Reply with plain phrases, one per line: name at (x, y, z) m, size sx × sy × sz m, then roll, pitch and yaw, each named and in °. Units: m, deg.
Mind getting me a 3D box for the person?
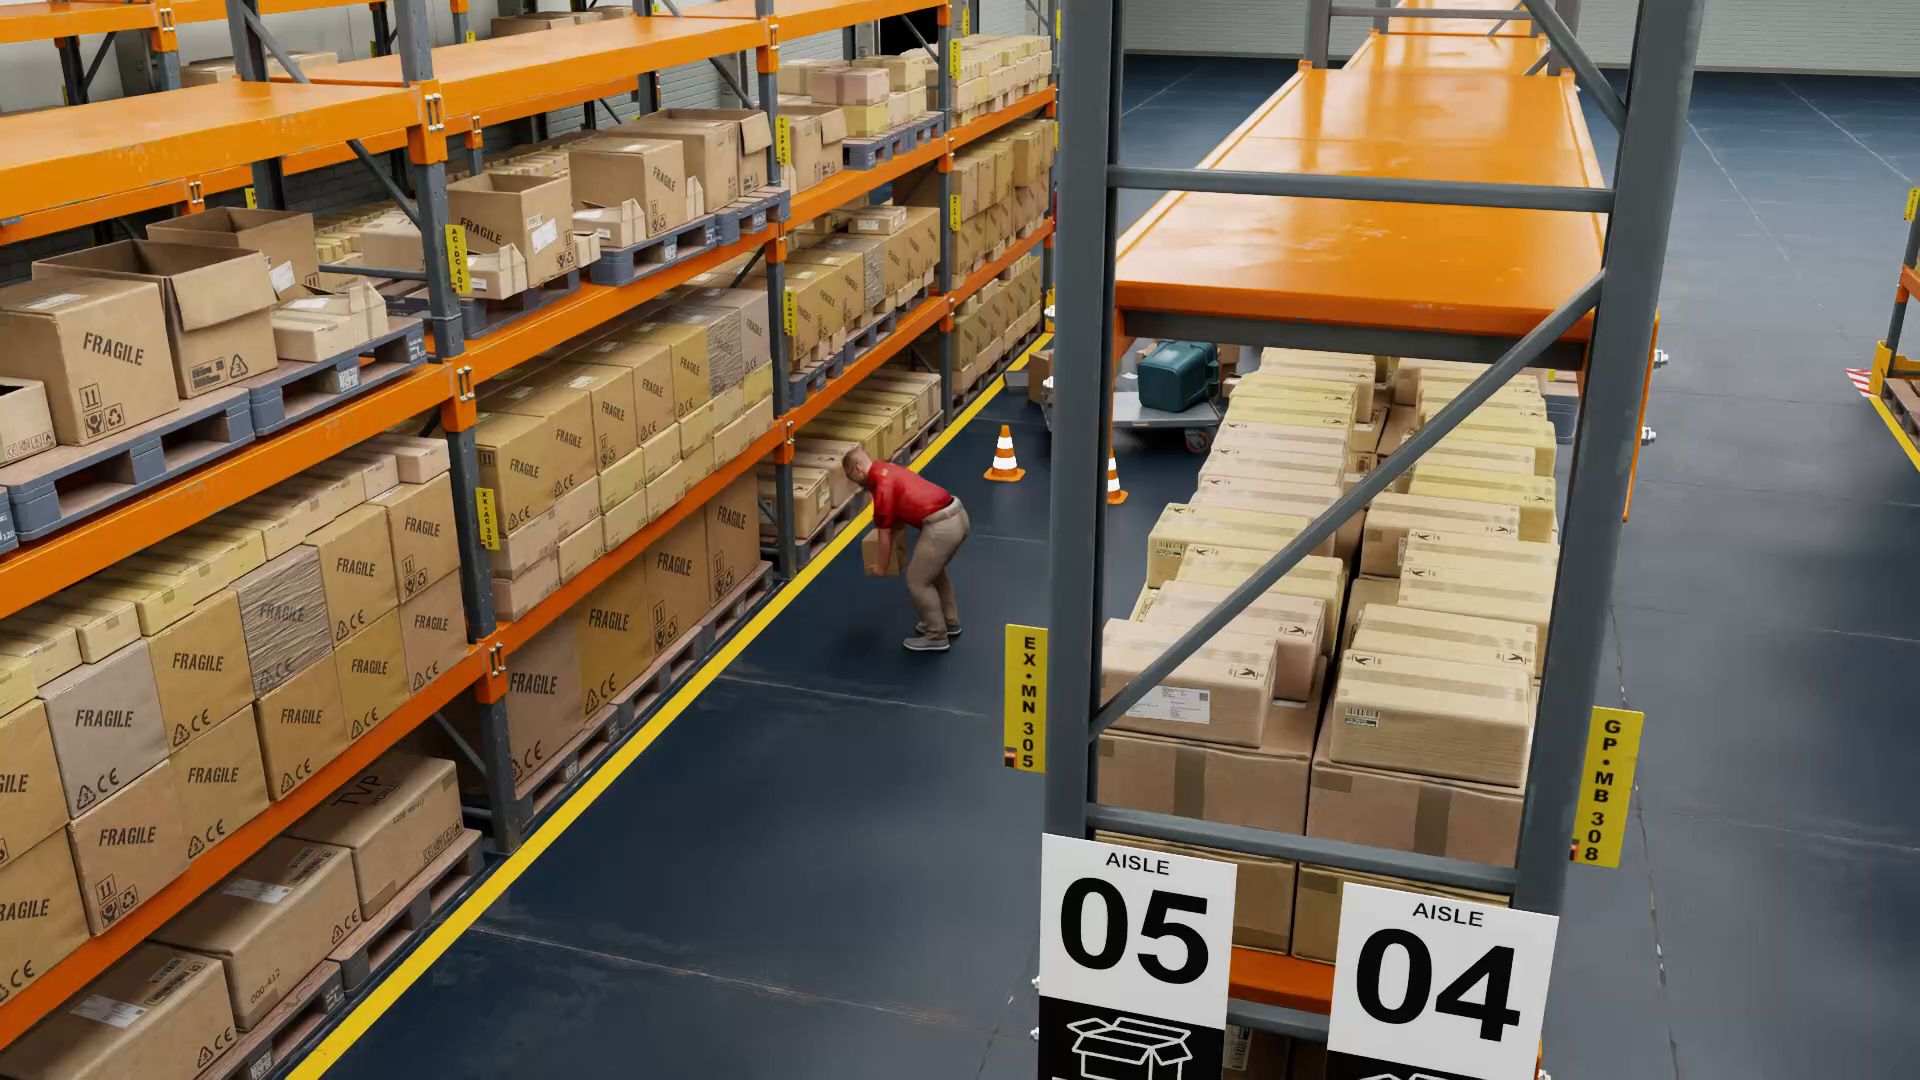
person at (-0.380, 0.051, 11.499) m, size 0.875 × 1.374 × 0.477 m, roll 6°, pitch 23°, yaw 14°
